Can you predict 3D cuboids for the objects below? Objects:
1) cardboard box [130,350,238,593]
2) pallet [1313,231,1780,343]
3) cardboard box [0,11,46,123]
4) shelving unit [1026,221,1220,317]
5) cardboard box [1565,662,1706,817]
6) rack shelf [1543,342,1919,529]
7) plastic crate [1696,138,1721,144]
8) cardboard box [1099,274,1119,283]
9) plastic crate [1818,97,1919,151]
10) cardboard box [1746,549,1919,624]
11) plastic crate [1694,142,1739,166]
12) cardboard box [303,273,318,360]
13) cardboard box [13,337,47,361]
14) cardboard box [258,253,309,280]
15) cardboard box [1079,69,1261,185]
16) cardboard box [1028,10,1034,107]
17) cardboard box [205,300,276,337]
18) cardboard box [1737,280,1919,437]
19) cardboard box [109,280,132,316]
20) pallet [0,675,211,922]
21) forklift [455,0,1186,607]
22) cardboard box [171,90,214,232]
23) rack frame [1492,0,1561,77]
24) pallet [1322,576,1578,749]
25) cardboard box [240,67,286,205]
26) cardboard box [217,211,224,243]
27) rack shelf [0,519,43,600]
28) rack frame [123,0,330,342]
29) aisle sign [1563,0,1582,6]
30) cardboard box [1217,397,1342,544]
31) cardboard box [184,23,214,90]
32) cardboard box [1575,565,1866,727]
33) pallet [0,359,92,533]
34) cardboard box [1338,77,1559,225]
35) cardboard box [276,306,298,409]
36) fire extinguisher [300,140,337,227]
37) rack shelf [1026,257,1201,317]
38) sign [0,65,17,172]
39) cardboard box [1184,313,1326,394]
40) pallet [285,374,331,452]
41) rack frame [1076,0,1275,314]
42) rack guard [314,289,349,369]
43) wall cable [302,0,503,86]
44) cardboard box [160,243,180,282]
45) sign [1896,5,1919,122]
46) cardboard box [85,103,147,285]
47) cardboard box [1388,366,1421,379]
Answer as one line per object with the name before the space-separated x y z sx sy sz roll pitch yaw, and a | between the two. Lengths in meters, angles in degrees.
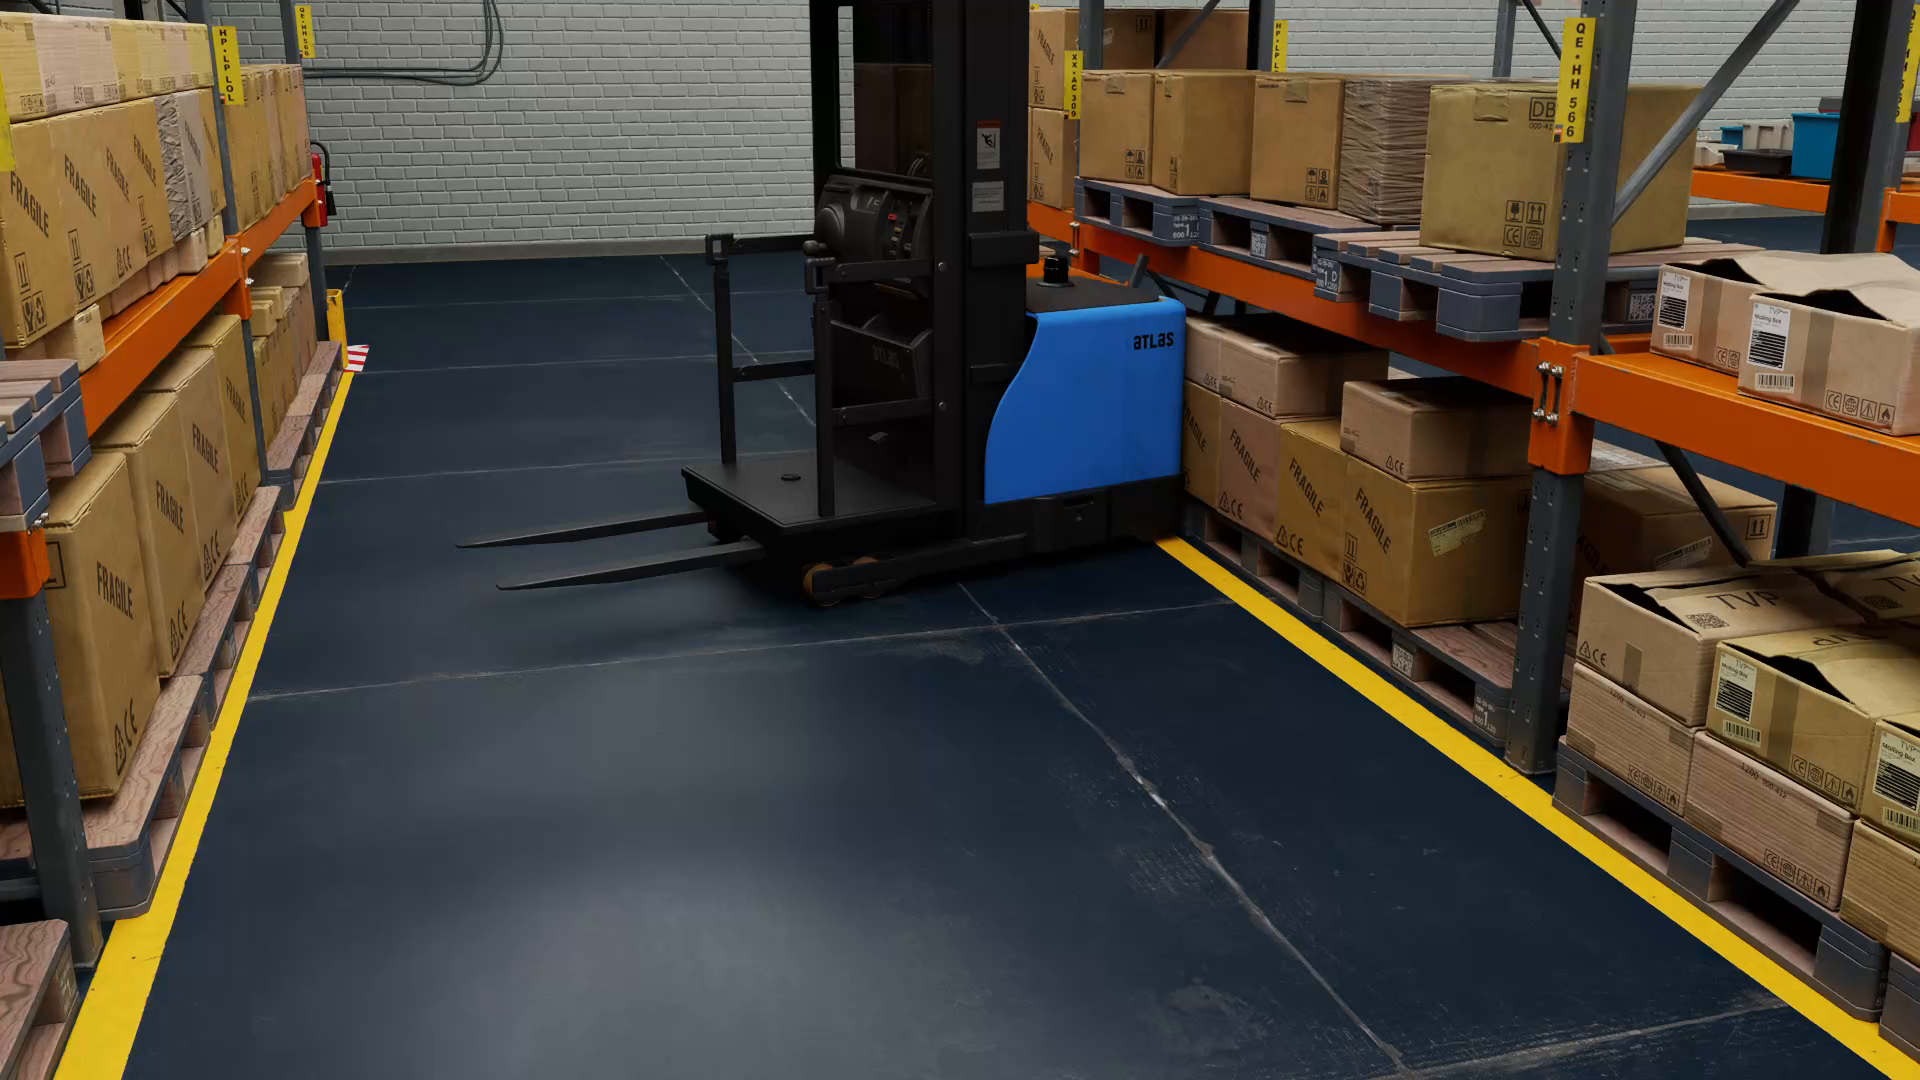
cardboard box | -3.129 -0.240 6.044 0.750 0.750 0.750 -4 17 -14
pallet | 1.928 -0.860 5.434 1.213 0.211 1.003 -5 17 -15
cardboard box | -2.465 -1.090 3.838 0.500 0.250 0.500 -4 17 -14
shelving unit | 0.571 -0.856 8.022 0.538 1.125 1.048 13 11 -34
cardboard box | 2.043 0.514 4.576 0.500 0.250 0.500 -5 17 -15
rack shelf | 2.731 0.128 3.063 1.077 0.370 4.000 -5 17 -15
plastic crate | 5.410 -2.828 12.006 0.298 0.136 0.250 -5 17 -15
cardboard box | 0.561 -1.411 10.509 0.797 0.503 0.637 -5 17 -15
plastic crate | 5.842 -2.593 10.655 0.402 0.464 0.583 -5 17 -15
cardboard box | 2.562 0.203 4.638 0.500 0.311 0.500 -4 17 -14
plastic crate | 5.078 -2.627 11.338 0.293 0.136 0.466 -5 17 -15
cardboard box | -4.490 -1.408 10.541 0.700 0.500 0.500 -5 17 -15
cardboard box | -2.509 -0.446 4.125 0.380 0.149 0.250 -4 17 -14
cardboard box | -4.280 -1.698 10.378 0.380 0.149 0.250 -5 17 -16
cardboard box | 0.998 -1.977 7.914 0.700 0.500 0.500 -12 20 -34
cardboard box | 0.551 -2.664 9.195 0.500 0.500 0.500 -5 17 -16
cardboard box | -3.705 -1.122 8.462 0.380 0.149 0.250 -4 17 -13
cardboard box | 2.241 -0.464 3.939 0.500 0.311 0.500 -5 17 -16
cardboard box | -2.880 -0.799 5.301 0.380 0.149 0.250 -5 17 -15
pallet | -2.724 0.734 4.641 1.003 0.211 1.213 -5 17 -15
forklift | -0.542 -1.313 6.730 3.031 2.935 1.130 -9 19 -29
cardboard box | -3.161 -1.435 6.291 0.500 0.500 0.500 -5 17 -15
rack frame | 4.747 -3.373 13.468 1.000 3.000 0.127 -5 17 -15
pallet | 2.013 0.356 5.900 1.003 0.211 1.213 -5 17 -15
cardboard box | -4.218 -2.181 8.979 0.980 0.700 0.700 -6 18 -18
cardboard box | -3.314 -1.302 6.974 0.380 0.149 0.250 -5 17 -15
rack shelf | -2.031 0.521 1.755 1.077 0.370 4.000 -5 17 -15
rack frame | -4.779 -2.590 10.860 1.000 3.000 0.127 -5 17 -15
aisle sign | 5.009 -4.661 13.237 0.394 0.787 0.004 -5 17 -15
cardboard box | 1.407 -0.311 6.855 0.500 0.500 0.500 -5 18 -17
cardboard box | -3.305 -1.934 6.646 0.500 0.250 0.500 -4 17 -14
cardboard box | 2.043 0.245 4.496 0.500 0.311 0.500 -4 17 -13
pallet | -2.282 -0.097 2.893 1.213 0.211 1.003 -5 17 -15
cardboard box | 1.832 -1.452 6.169 0.700 0.500 0.500 -1 17 -5
cardboard box | -4.060 -0.984 9.129 0.700 0.500 0.500 -4 17 -14
fire extinguisher | -4.377 -2.453 11.186 0.296 0.674 0.183 -5 17 -15
rack shelf | 0.667 -1.129 7.976 0.538 0.278 1.000 13 11 -34
sign | -2.061 -0.939 3.490 0.100 0.325 0.005 -5 17 -15
cardboard box | 1.256 -0.819 7.242 0.500 0.250 0.500 -5 17 -15
pallet | -4.152 -0.703 9.425 1.003 0.211 1.213 -5 17 -15
rack frame | 1.082 -1.876 8.484 1.000 3.000 0.127 -5 17 -15
rack guard | -4.785 -1.400 11.242 1.175 0.500 0.348 -5 17 -15
wall cable | -5.990 -5.569 15.746 3.097 2.526 0.112 -5 17 -15
cardboard box | -3.062 -1.017 6.027 0.380 0.149 0.250 -5 17 -15
sign | 2.714 -1.369 4.783 0.100 0.325 0.005 -5 17 -15
cardboard box | -2.738 -1.015 4.890 0.500 0.500 0.500 -5 17 -16
cardboard box | 1.759 -0.500 7.482 0.500 0.500 0.500 -4 17 -15
